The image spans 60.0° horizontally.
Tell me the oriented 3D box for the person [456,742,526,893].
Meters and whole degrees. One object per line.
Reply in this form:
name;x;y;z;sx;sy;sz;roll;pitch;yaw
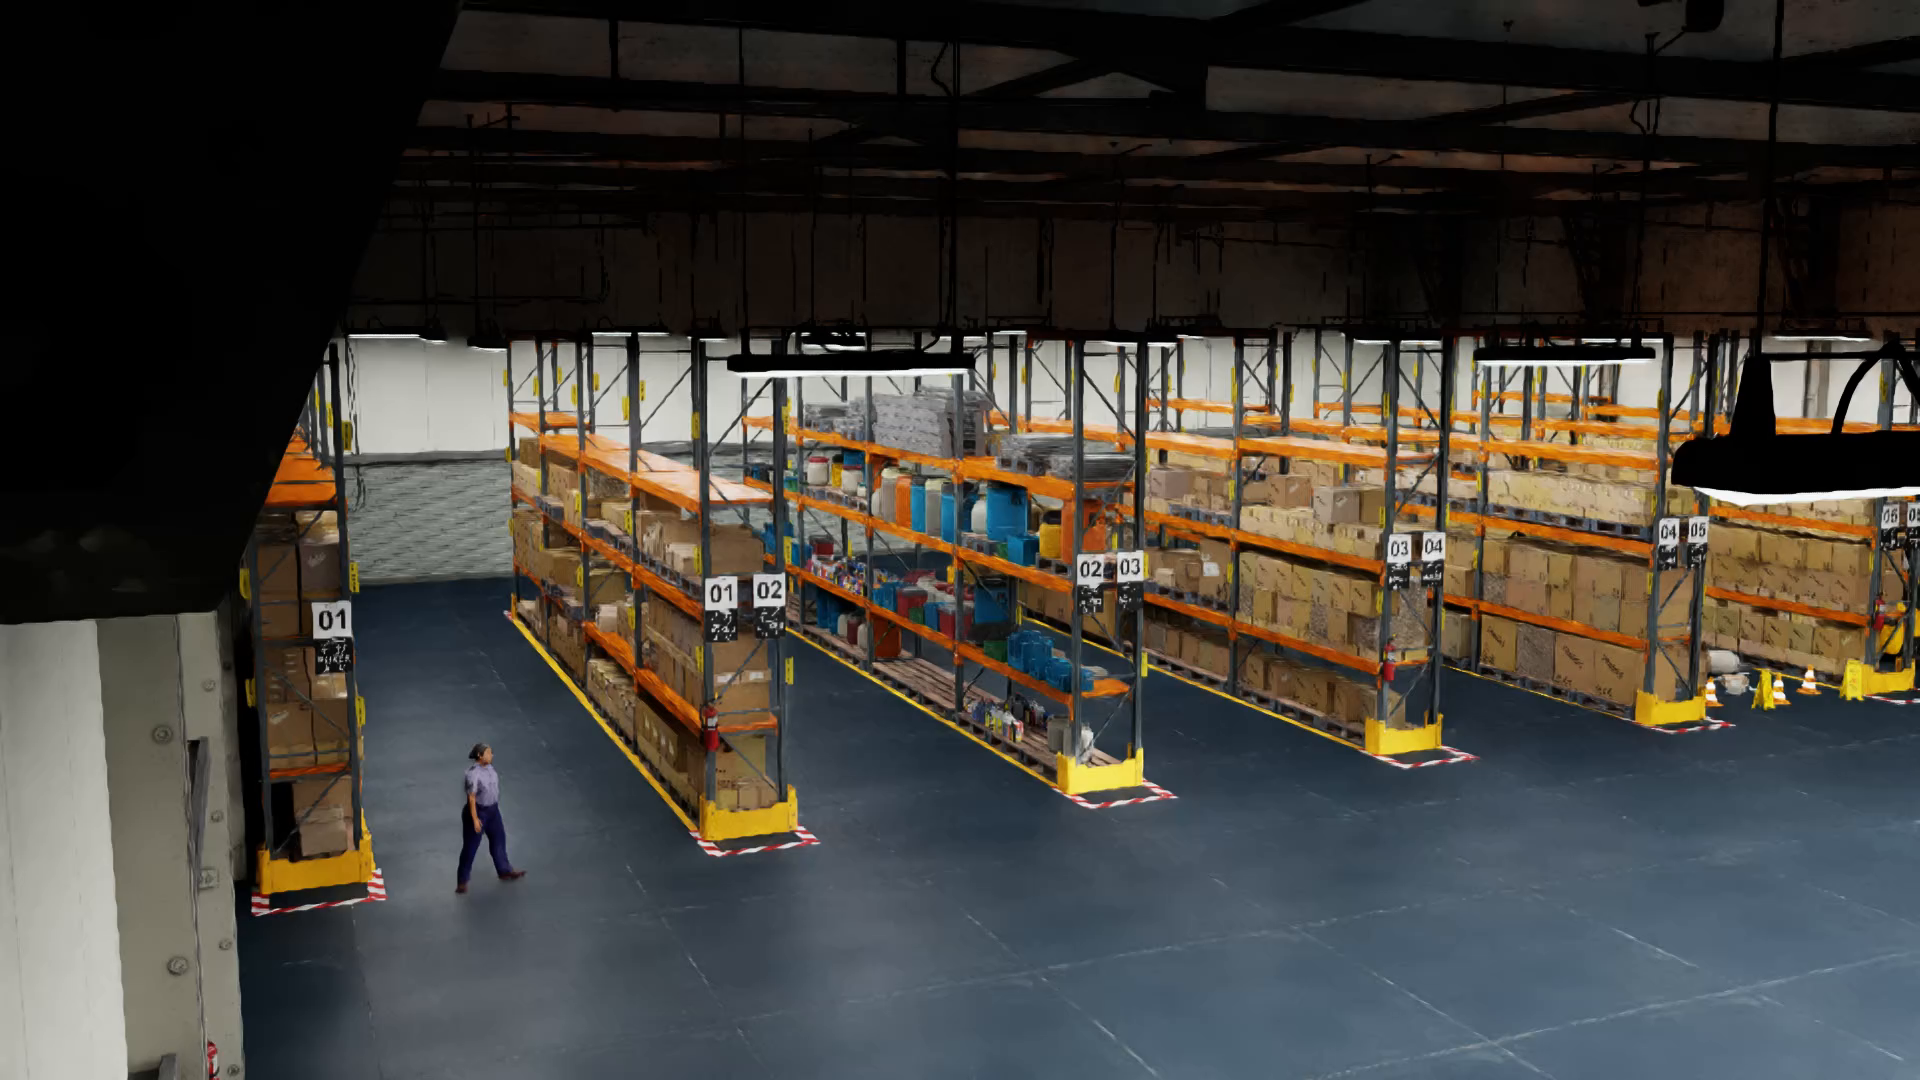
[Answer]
person;-5.256;3.021;18.400;0.564;1.640;0.734;2;8;15

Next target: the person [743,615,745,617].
person;-3.787;1.620;28.106;0.598;1.782;0.463;7;10;42

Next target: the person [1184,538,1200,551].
person;6.067;-0.518;43.870;0.714;1.760;0.465;6;10;35
